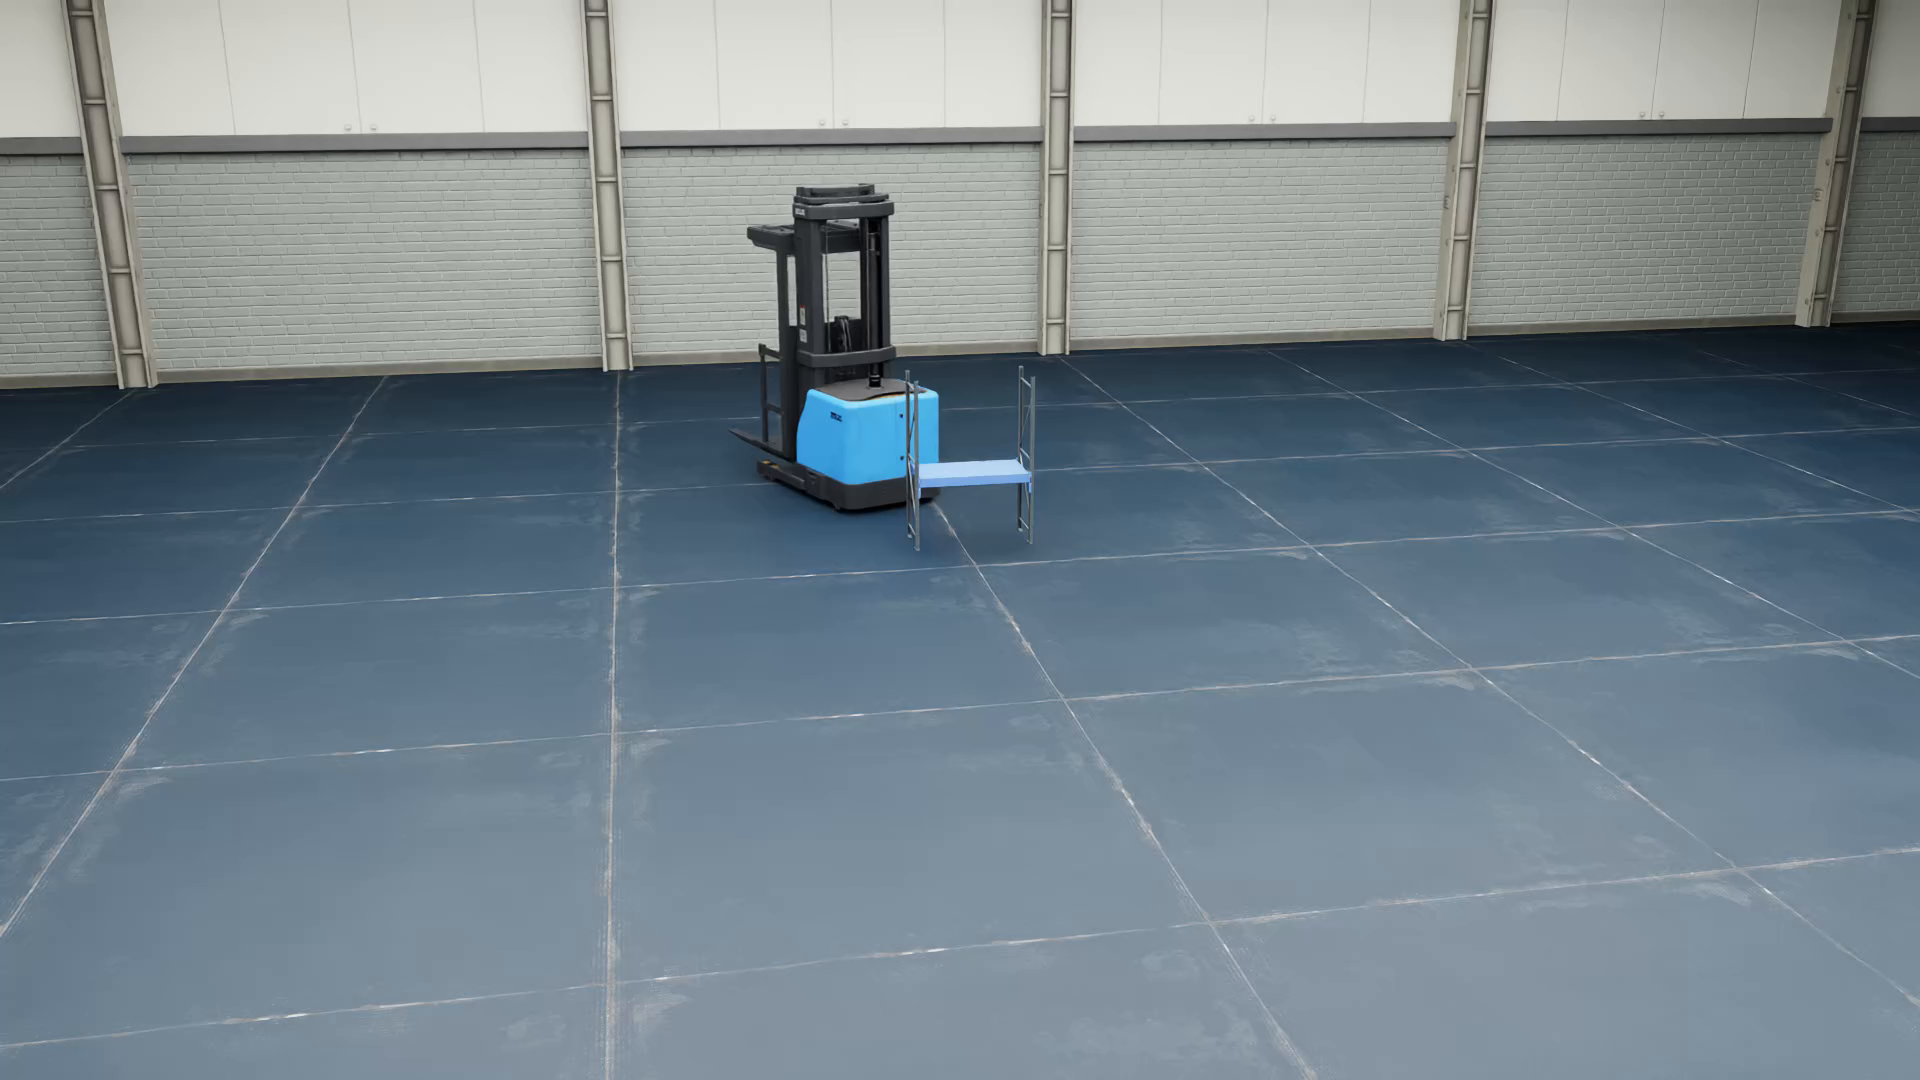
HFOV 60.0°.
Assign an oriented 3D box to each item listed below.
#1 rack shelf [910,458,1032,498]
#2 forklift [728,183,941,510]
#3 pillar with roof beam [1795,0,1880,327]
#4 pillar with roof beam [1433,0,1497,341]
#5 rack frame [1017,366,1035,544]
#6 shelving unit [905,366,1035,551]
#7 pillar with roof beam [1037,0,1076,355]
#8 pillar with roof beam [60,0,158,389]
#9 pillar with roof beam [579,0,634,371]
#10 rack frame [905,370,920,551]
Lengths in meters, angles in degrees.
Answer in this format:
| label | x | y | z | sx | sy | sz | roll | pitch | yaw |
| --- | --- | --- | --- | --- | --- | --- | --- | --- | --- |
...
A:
| label | x | y | z | sx | sy | sz | roll | pitch | yaw |
| --- | --- | --- | --- | --- | --- | --- | --- | --- | --- |
| rack shelf | 0.084 | -0.550 | 14.660 | 1.000 | 0.185 | 0.538 | -3 | 17 | -10 |
| forklift | -1.404 | -2.060 | 16.527 | 1.130 | 2.935 | 3.031 | -11 | 20 | -31 |
| pillar with roof beam | 13.909 | -6.363 | 20.201 | 0.400 | 9.000 | 9.100 | -3 | 17 | -10 |
| pillar with roof beam | 8.017 | -6.029 | 19.113 | 0.400 | 9.000 | 9.100 | -3 | 17 | -10 |
| rack frame | 0.583 | -0.750 | 14.699 | 0.032 | 1.500 | 0.500 | -3 | 17 | -10 |
| shelving unit | 0.084 | -0.722 | 14.607 | 1.048 | 1.500 | 0.538 | -3 | 17 | -10 |
| pillar with roof beam | 2.126 | -5.694 | 18.025 | 0.400 | 9.000 | 9.100 | -3 | 17 | -10 |
| pillar with roof beam | -9.656 | -5.026 | 15.849 | 0.400 | 9.000 | 9.100 | -3 | 17 | -10 |
| pillar with roof beam | -3.765 | -5.360 | 16.937 | 0.400 | 9.000 | 9.100 | -3 | 17 | -10 |
| rack frame | -0.415 | -0.693 | 14.515 | 0.032 | 1.500 | 0.500 | -3 | 17 | -10 |
